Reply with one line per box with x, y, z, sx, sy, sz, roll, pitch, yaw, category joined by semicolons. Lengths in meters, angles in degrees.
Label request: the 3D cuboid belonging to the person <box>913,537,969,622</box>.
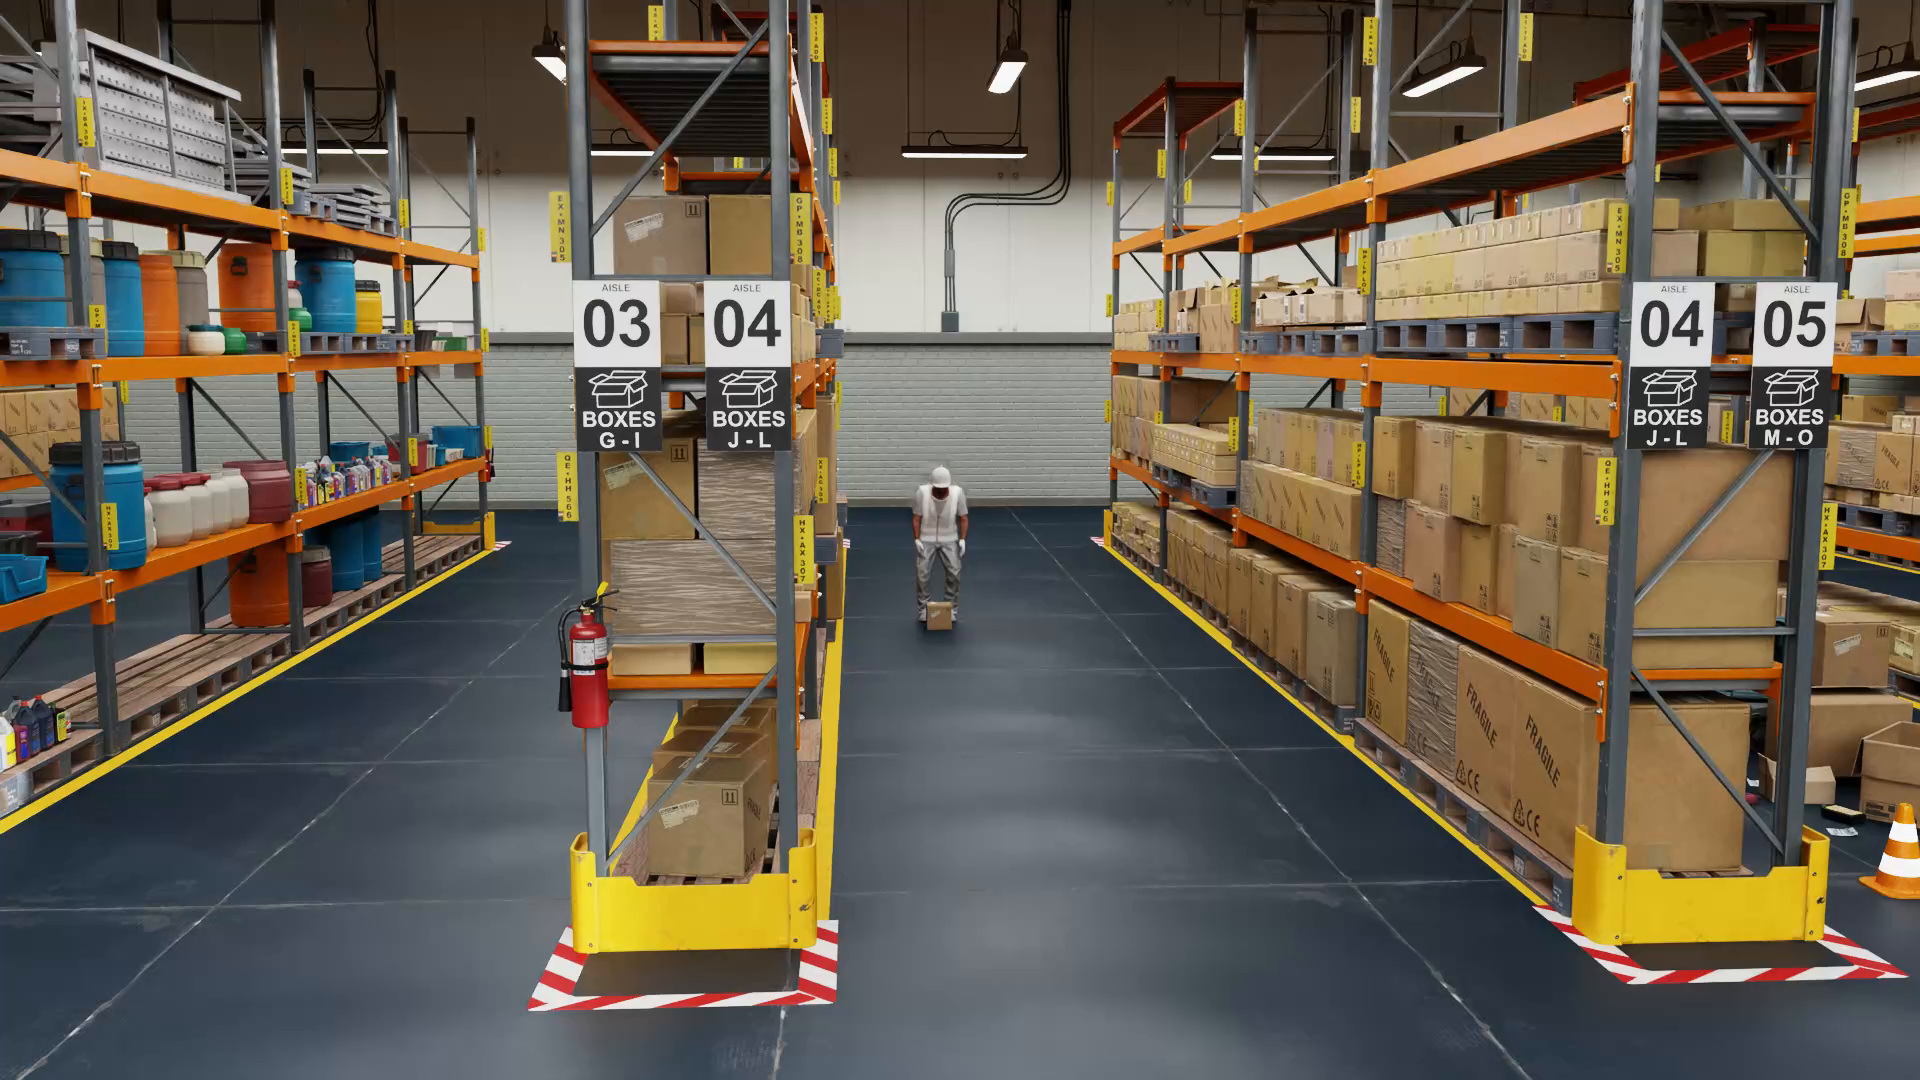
-0.204;0.400;17.398;0.574;0.937;0.909;0;7;-3;person
